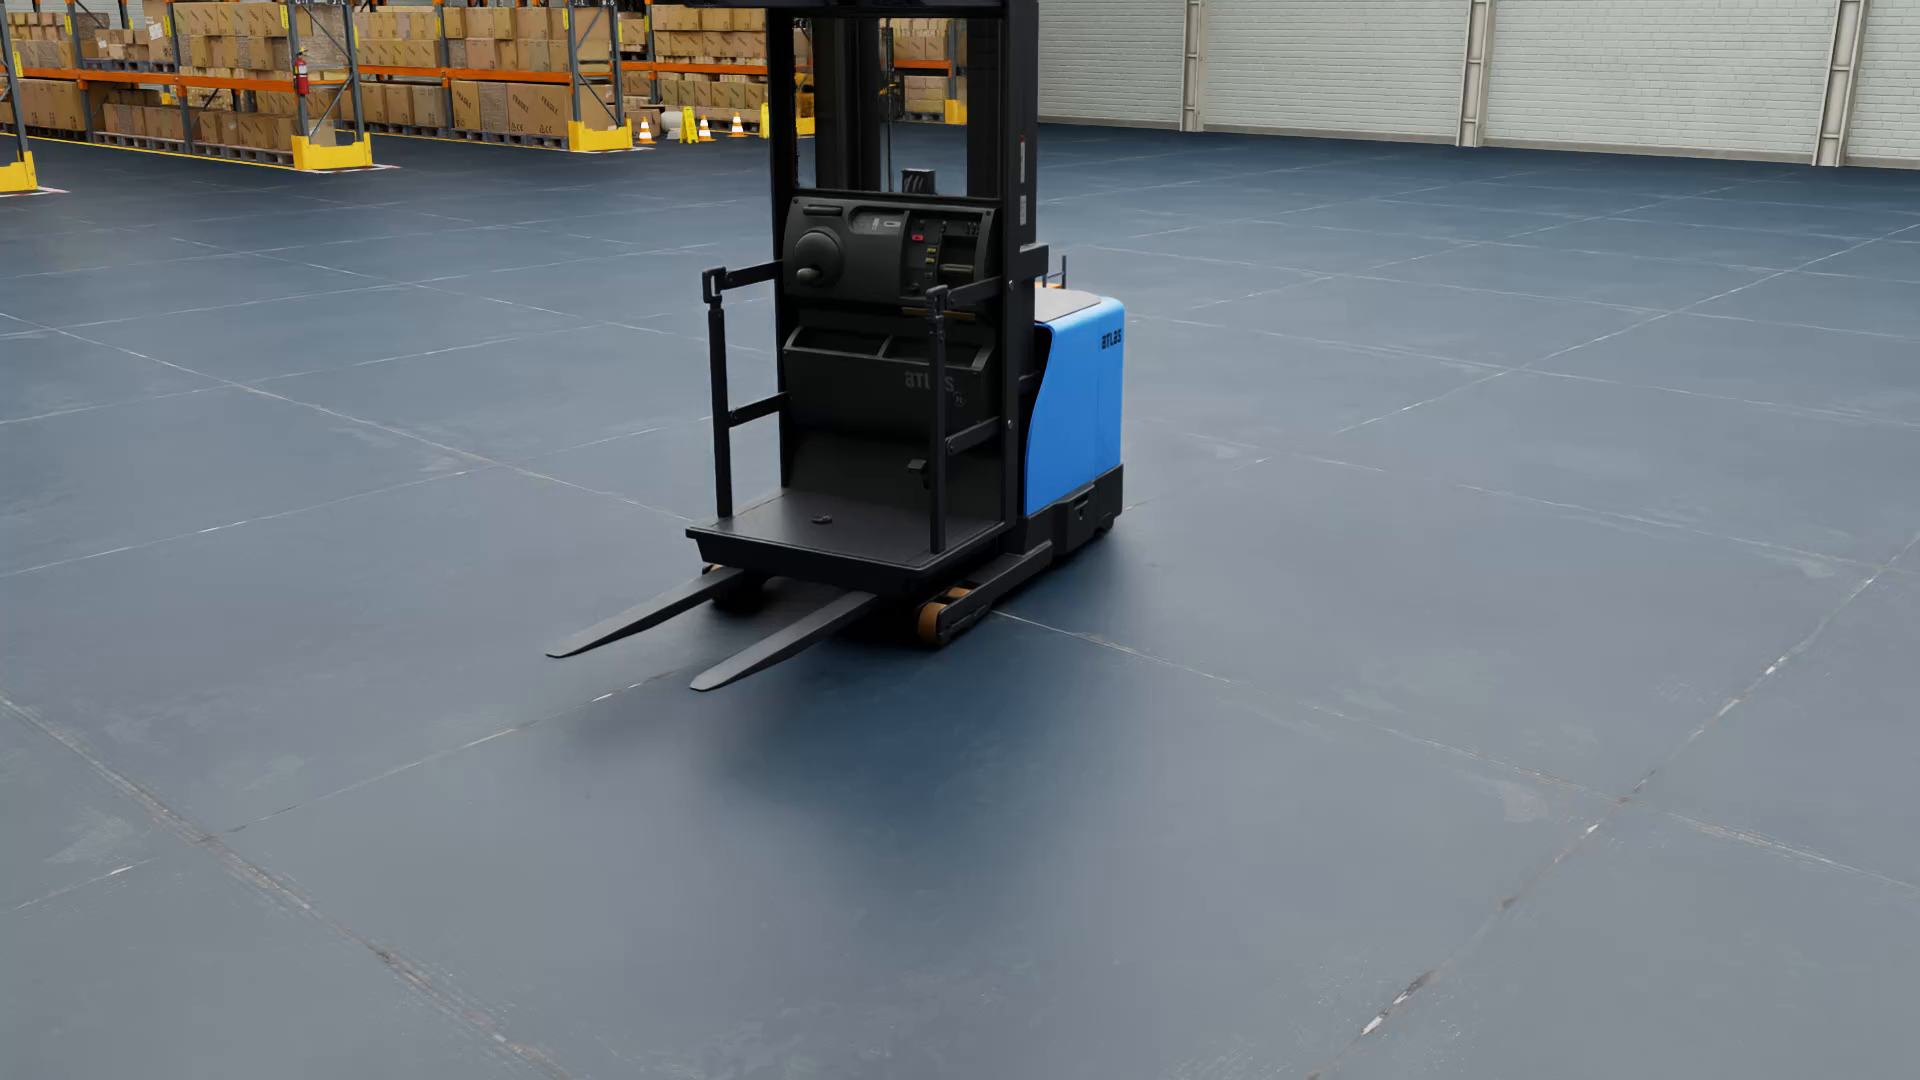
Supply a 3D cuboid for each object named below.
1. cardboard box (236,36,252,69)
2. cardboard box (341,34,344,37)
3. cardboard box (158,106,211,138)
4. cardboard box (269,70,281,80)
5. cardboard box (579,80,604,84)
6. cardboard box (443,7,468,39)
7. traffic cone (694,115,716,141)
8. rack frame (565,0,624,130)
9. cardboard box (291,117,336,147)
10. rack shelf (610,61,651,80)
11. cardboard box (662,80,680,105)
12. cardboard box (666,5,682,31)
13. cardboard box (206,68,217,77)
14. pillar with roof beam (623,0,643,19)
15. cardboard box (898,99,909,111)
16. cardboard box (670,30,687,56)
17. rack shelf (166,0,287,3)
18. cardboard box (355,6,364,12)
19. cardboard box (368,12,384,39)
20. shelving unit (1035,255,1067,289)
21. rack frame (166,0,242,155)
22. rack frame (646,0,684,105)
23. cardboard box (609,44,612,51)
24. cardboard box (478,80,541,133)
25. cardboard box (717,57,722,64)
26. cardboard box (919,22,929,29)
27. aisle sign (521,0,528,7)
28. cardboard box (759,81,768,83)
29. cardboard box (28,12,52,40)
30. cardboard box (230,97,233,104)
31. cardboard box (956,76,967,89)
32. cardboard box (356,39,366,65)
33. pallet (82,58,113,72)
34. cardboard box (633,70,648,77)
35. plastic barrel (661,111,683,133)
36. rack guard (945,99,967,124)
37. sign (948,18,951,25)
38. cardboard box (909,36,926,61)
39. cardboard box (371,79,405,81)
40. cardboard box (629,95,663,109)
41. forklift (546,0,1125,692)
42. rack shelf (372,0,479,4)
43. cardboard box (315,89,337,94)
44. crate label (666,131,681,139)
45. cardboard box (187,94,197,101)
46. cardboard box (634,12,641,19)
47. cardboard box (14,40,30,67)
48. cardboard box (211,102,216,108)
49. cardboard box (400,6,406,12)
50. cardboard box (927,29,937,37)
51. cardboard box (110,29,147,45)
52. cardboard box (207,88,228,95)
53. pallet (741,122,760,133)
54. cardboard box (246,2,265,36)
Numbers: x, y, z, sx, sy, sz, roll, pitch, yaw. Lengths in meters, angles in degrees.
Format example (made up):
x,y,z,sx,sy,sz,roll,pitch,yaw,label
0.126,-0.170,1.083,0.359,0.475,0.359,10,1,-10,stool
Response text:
x,y,z,sx,sy,sz,roll,pitch,yaw,label
-10.913,-7.733,26.362,0.500,0.500,0.875,15,23,39,cardboard box
-12.557,-10.453,34.327,0.250,0.149,0.380,15,23,39,cardboard box
-13.502,-7.293,29.038,0.500,0.500,0.700,15,23,39,cardboard box
-10.479,-7.223,25.828,0.250,0.149,0.380,15,23,39,cardboard box
-10.034,-12.297,44.840,0.500,0.500,0.700,14,22,37,cardboard box
-9.092,-9.653,31.035,0.550,0.550,0.875,15,23,39,cardboard box
-4.804,-7.751,31.271,0.334,0.463,0.336,15,23,39,traffic cone
-6.353,-8.345,28.948,0.127,3.000,1.000,15,23,39,rack frame
-10.177,-6.381,26.198,0.500,0.500,0.500,-13,22,-36,cardboard box
-7.631,-10.347,36.446,4.000,0.370,1.077,15,23,39,rack shelf
-5.873,-9.356,34.745,0.500,0.500,0.500,16,24,42,cardboard box
-5.582,-10.710,34.089,0.500,0.500,0.700,15,23,40,cardboard box
-12.015,-7.611,27.050,0.250,0.149,0.380,15,23,39,cardboard box
-11.607,-15.248,40.781,0.400,9.000,9.100,15,23,39,pillar with roof beam
-1.146,-9.726,37.151,0.500,0.250,0.500,15,23,40,cardboard box
-5.600,-10.231,34.234,0.500,0.500,0.500,15,23,39,cardboard box
-11.217,-8.732,26.397,4.000,0.370,1.077,15,23,39,rack shelf
-15.029,-13.397,41.977,0.250,0.149,0.380,16,23,40,cardboard box
-11.243,-10.180,32.910,0.500,0.500,0.700,15,23,38,cardboard box
0.231,-0.794,8.129,0.503,1.200,0.258,9,20,27,shelving unit
-12.713,-8.046,28.007,0.127,3.000,1.000,15,23,39,rack frame
-6.135,-10.289,35.072,0.127,3.000,1.000,15,23,39,rack frame
-7.298,-10.561,35.651,0.250,0.149,0.380,15,23,40,cardboard box
-8.245,-8.014,30.722,0.875,0.875,0.875,15,23,40,cardboard box
-4.695,-9.704,33.644,0.250,0.149,0.380,15,23,39,cardboard box
-0.678,-11.221,36.280,0.250,0.149,0.380,16,23,40,cardboard box
-12.064,-15.008,45.645,0.004,0.787,0.394,15,23,39,aisle sign
-3.975,-9.066,33.830,0.500,0.500,0.500,14,22,37,cardboard box
-17.232,-9.790,31.679,0.637,0.503,0.797,16,24,41,cardboard box
-15.986,-9.781,36.998,0.250,0.149,0.380,14,22,37,cardboard box
-0.085,-10.115,36.722,0.500,0.250,0.500,15,23,38,cardboard box
-11.798,-9.746,33.198,0.500,0.500,0.500,15,23,39,cardboard box
-15.101,-8.639,30.192,1.003,0.211,1.213,15,23,39,pallet
-8.277,-12.117,43.200,0.250,0.149,0.380,14,22,36,cardboard box
-5.693,-8.330,33.158,0.512,0.421,0.421,-3,18,-8,plastic barrel
0.167,-9.413,36.445,0.348,0.500,1.175,15,23,39,rack guard
-0.222,-11.154,35.493,0.005,0.325,0.100,15,23,39,sign
-0.776,-10.803,36.526,0.500,0.500,0.500,16,24,41,cardboard box
-14.550,-11.567,42.642,0.875,0.438,0.875,14,22,37,cardboard box
-6.529,-9.341,35.736,0.625,0.372,0.950,15,23,40,cardboard box
-0.391,-1.150,6.389,1.130,2.935,3.031,9,20,27,forklift
-10.841,-10.637,32.399,4.000,0.370,1.077,15,23,39,rack shelf
-13.023,-9.396,34.457,0.500,0.250,0.500,14,23,38,cardboard box
-5.433,-7.740,31.773,0.298,0.136,0.250,4,18,11,crate label
-17.570,-10.205,38.334,0.250,0.149,0.380,16,24,41,cardboard box
-7.133,-11.357,36.014,0.250,0.149,0.380,17,24,42,cardboard box
-17.768,-9.350,31.950,0.500,0.500,0.500,14,23,38,cardboard box
-16.773,-9.873,37.781,0.250,0.149,0.380,16,23,40,cardboard box
-13.474,-12.989,40.691,0.250,0.149,0.380,14,23,38,cardboard box
-0.508,-11.017,36.129,0.250,0.149,0.380,16,23,40,cardboard box
-14.790,-8.909,29.864,0.700,0.500,0.500,-14,22,-38,cardboard box
-16.905,-10.212,37.866,0.250,0.149,0.380,15,23,39,cardboard box
-3.784,-8.343,33.550,1.213,0.211,1.003,15,23,39,pallet
-10.674,-8.063,25.749,0.500,0.500,0.500,15,23,39,cardboard box
